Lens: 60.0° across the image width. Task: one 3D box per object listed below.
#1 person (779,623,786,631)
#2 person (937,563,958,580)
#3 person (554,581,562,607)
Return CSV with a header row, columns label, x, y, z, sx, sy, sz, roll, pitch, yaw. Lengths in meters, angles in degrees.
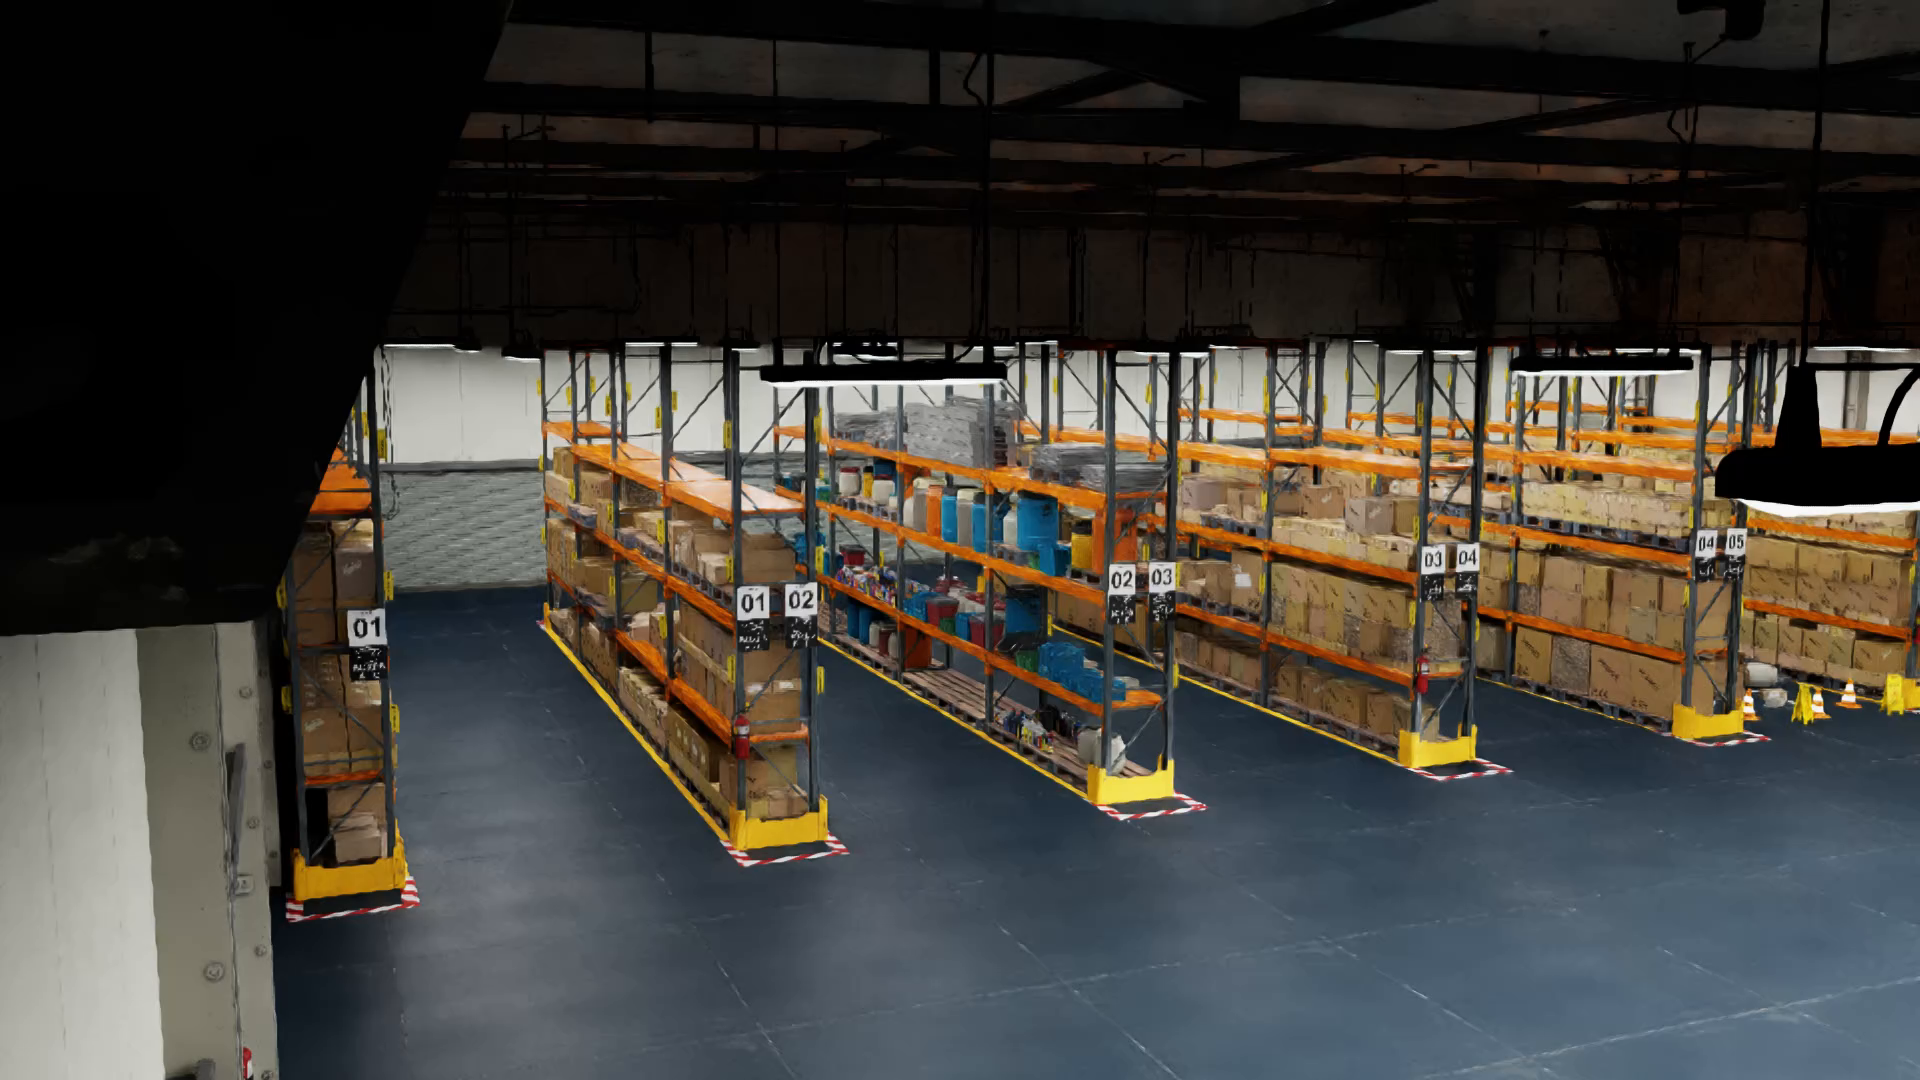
label,x,y,z,sx,sy,sz,roll,pitch,yaw
person,-3.648,1.171,33.399,0.677,1.673,0.530,-3,8,-23
person,-0.237,1.229,33.029,0.497,1.622,0.998,-3,8,-23
person,-8.780,0.662,37.226,0.677,1.669,0.771,-7,10,-43
